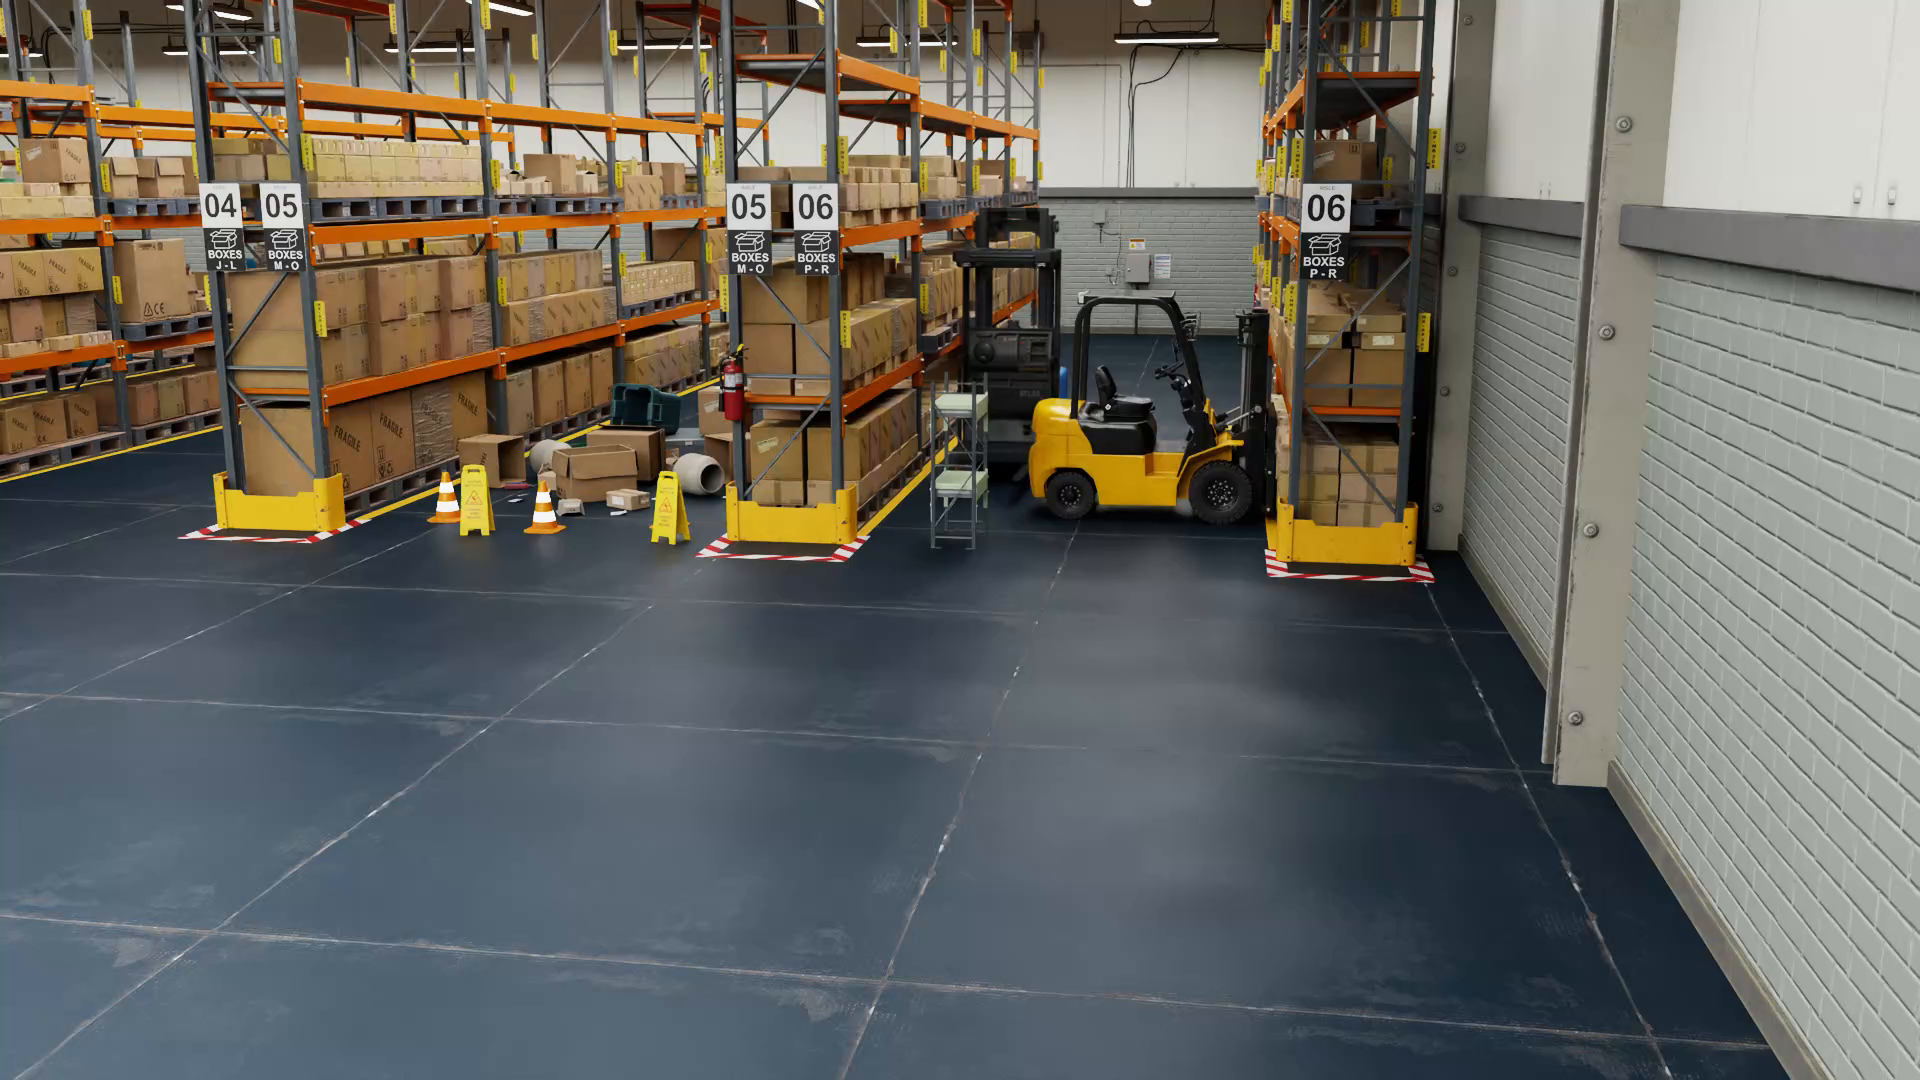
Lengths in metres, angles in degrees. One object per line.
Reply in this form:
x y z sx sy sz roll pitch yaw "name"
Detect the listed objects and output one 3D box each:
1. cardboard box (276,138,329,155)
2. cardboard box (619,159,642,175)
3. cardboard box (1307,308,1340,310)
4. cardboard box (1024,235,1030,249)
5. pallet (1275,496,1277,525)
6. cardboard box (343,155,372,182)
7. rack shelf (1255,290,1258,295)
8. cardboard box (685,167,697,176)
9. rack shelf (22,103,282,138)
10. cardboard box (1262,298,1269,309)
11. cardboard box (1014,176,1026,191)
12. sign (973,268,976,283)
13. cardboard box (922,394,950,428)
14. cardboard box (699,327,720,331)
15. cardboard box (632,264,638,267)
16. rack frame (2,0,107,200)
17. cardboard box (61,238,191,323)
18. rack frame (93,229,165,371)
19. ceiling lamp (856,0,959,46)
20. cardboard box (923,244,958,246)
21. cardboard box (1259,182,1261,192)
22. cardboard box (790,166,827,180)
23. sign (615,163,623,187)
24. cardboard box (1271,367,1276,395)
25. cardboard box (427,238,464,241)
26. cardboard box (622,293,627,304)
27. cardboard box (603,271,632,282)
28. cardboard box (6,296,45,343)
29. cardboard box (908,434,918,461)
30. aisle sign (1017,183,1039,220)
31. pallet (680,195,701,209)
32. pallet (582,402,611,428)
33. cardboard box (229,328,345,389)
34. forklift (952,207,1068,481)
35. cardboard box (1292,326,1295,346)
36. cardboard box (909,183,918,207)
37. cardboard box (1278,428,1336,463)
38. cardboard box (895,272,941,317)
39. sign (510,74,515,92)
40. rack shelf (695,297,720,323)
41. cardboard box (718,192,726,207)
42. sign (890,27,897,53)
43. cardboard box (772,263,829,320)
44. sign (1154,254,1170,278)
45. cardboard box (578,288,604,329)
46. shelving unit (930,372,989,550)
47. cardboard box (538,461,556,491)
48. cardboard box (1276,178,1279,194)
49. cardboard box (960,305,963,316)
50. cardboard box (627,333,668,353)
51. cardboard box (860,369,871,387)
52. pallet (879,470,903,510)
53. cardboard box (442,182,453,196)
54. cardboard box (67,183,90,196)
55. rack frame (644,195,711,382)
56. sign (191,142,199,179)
-6.096 -3.650 15.414 0.380 0.149 0.250 2 12 9 "cardboard box"
-4.818 -5.395 23.988 0.396 0.266 0.258 2 12 9 "cardboard box"
3.217 -2.004 14.946 0.380 0.149 0.250 2 12 10 "cardboard box"
0.936 -5.011 28.772 0.500 0.500 0.500 2 12 8 "cardboard box"
3.616 -0.354 16.392 1.003 0.211 1.213 2 12 9 "pallet"
-6.058 -3.593 16.099 0.500 0.250 0.500 2 12 8 "cardboard box"
5.503 -3.866 27.777 1.077 0.370 4.000 2 12 9 "rack shelf"
-4.333 -5.986 27.009 0.380 0.149 0.250 2 12 8 "cardboard box"
-10.425 -5.419 21.692 1.077 0.370 4.000 2 12 9 "rack shelf"
4.302 -3.200 22.580 0.380 0.149 0.250 2 12 10 "cardboard box"
0.925 -6.345 29.573 0.500 0.250 0.500 1 12 3 "cardboard box"
0.212 -3.641 22.462 0.100 0.325 0.005 2 12 9 "sign"
-0.650 -1.621 20.891 0.950 0.372 0.625 2 12 11 "cardboard box"
-4.515 -3.717 29.734 0.380 0.149 0.250 2 12 11 "cardboard box"
-5.251 -4.244 26.009 0.380 0.149 0.250 2 12 8 "cardboard box"
-10.733 -5.550 19.643 1.000 3.000 0.127 2 12 9 "rack frame"
-10.472 -3.277 20.914 1.000 1.000 1.000 2 12 9 "cardboard box"
-14.396 -4.443 28.747 1.000 3.000 0.127 2 12 9 "rack frame"
-1.078 -11.218 32.086 2.000 3.185 0.800 2 12 9 "ceiling lamp"
-0.265 -4.098 24.535 0.500 0.500 0.500 2 12 8 "cardboard box"
4.682 -5.297 24.952 0.380 0.149 0.250 2 12 9 "cardboard box"
-1.299 -3.264 14.860 0.380 0.149 0.250 2 12 8 "cardboard box"
-4.685 -5.006 22.825 0.100 0.325 0.005 2 12 9 "sign"
4.471 -1.884 21.511 0.875 0.625 0.625 2 12 10 "cardboard box"
-9.378 -5.251 30.364 0.500 0.500 0.500 2 12 7 "cardboard box"
-4.964 -3.437 23.679 0.380 0.149 0.250 2 12 8 "cardboard box"
-4.931 -3.787 23.892 0.380 0.149 0.250 2 12 7 "cardboard box"
-10.952 -2.510 18.832 0.875 0.500 0.500 2 12 9 "cardboard box"
-0.766 -1.026 18.419 0.500 0.250 0.500 2 12 11 "cardboard box"
1.223 -6.070 30.125 0.394 0.787 0.004 2 12 9 "aisle sign"
-4.817 -5.350 26.282 1.213 0.211 1.003 2 12 9 "pallet"
-5.428 -1.743 22.839 1.003 0.211 1.213 2 12 9 "pallet"
-6.450 -1.755 15.917 0.875 0.550 0.550 2 12 9 "cardboard box"
0.530 -2.150 18.269 1.130 2.935 3.031 2 12 9 "forklift"
3.136 -1.805 14.728 0.380 0.149 0.250 2 12 10 "cardboard box"
-0.742 -3.734 17.985 0.500 0.250 0.500 2 12 8 "cardboard box"
3.185 -0.866 15.304 0.500 0.250 0.500 2 12 10 "cardboard box"
-0.508 -2.888 19.592 0.500 0.500 0.500 2 12 9 "cardboard box"
-8.353 -8.523 31.032 0.100 0.325 0.005 2 12 9 "sign"
-4.309 -4.166 29.166 1.077 0.370 4.000 2 12 9 "rack shelf"
-4.217 -5.686 27.751 0.500 0.250 0.500 2 12 8 "cardboard box"
-0.874 -6.613 21.981 0.100 0.325 0.005 2 12 9 "sign"
-1.607 -2.365 15.788 0.700 0.500 0.500 2 12 9 "cardboard box"
4.322 -5.851 35.505 0.329 0.494 0.001 2 12 9 "sign"
-5.114 -3.111 22.328 0.500 0.500 0.500 2 12 9 "cardboard box"
-0.001 -0.732 15.086 0.431 1.500 0.755 2 12 9 "shelving unit"
-4.292 -0.682 17.782 0.396 0.266 0.258 4 13 18 "cardboard box"
4.249 -4.487 20.359 0.700 0.500 0.500 2 12 8 "cardboard box"
-0.154 -2.971 21.517 0.380 0.149 0.250 1 12 6 "cardboard box"
-4.720 -2.962 25.031 0.500 0.250 0.500 2 12 9 "cardboard box"
-1.069 -1.562 15.973 0.380 0.149 0.250 2 12 10 "cardboard box"
-1.194 -0.537 17.243 1.003 0.211 1.213 2 12 9 "pallet"
-5.703 -3.788 17.947 0.380 0.149 0.250 2 12 9 "cardboard box"
-10.497 -4.128 19.575 0.380 0.149 0.250 2 12 10 "cardboard box"
-4.617 -4.101 27.159 1.000 3.000 0.127 2 12 9 "rack frame"
-6.996 -3.484 15.262 0.100 0.325 0.005 2 12 9 "sign"
